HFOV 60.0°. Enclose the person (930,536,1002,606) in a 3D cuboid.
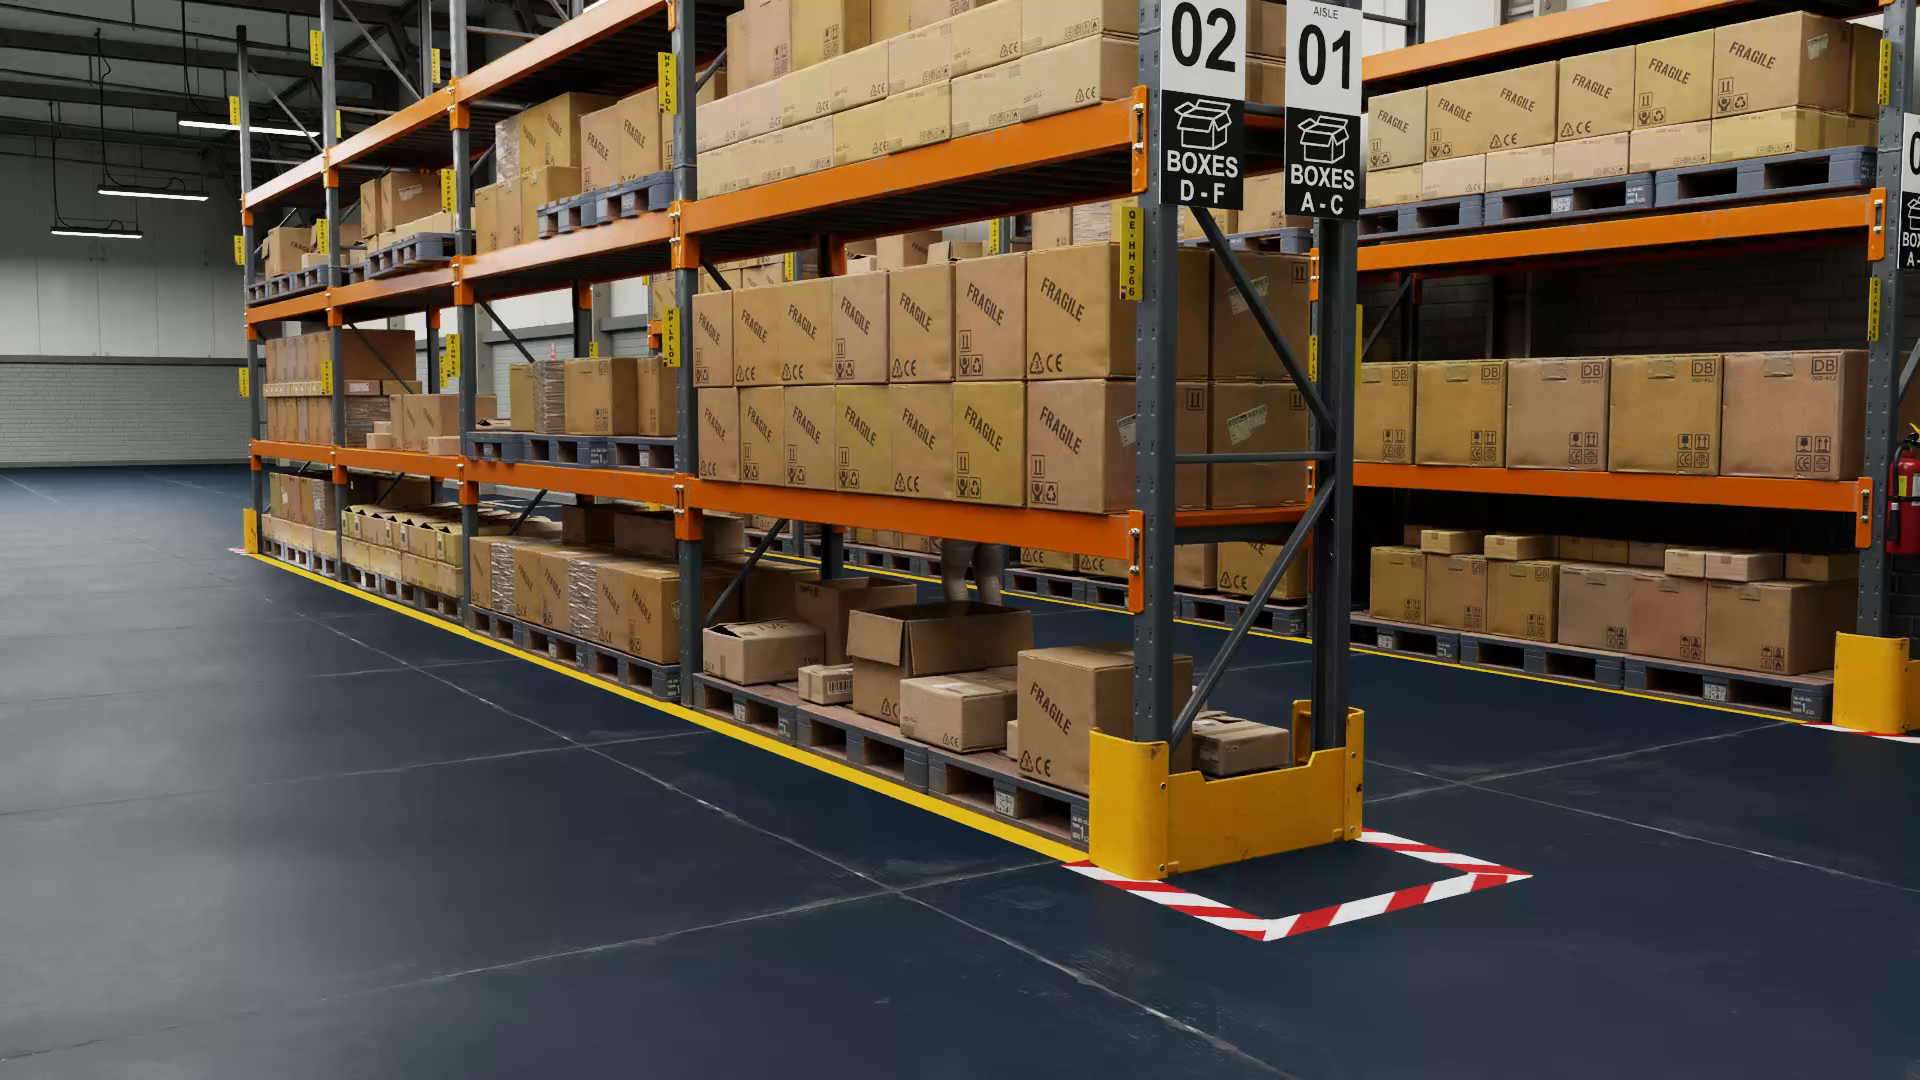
[{"bbox_3d":[0.064,-0.099,11.627,0.603,1.728,0.384,-3,6,-36],"label":"person"}]
